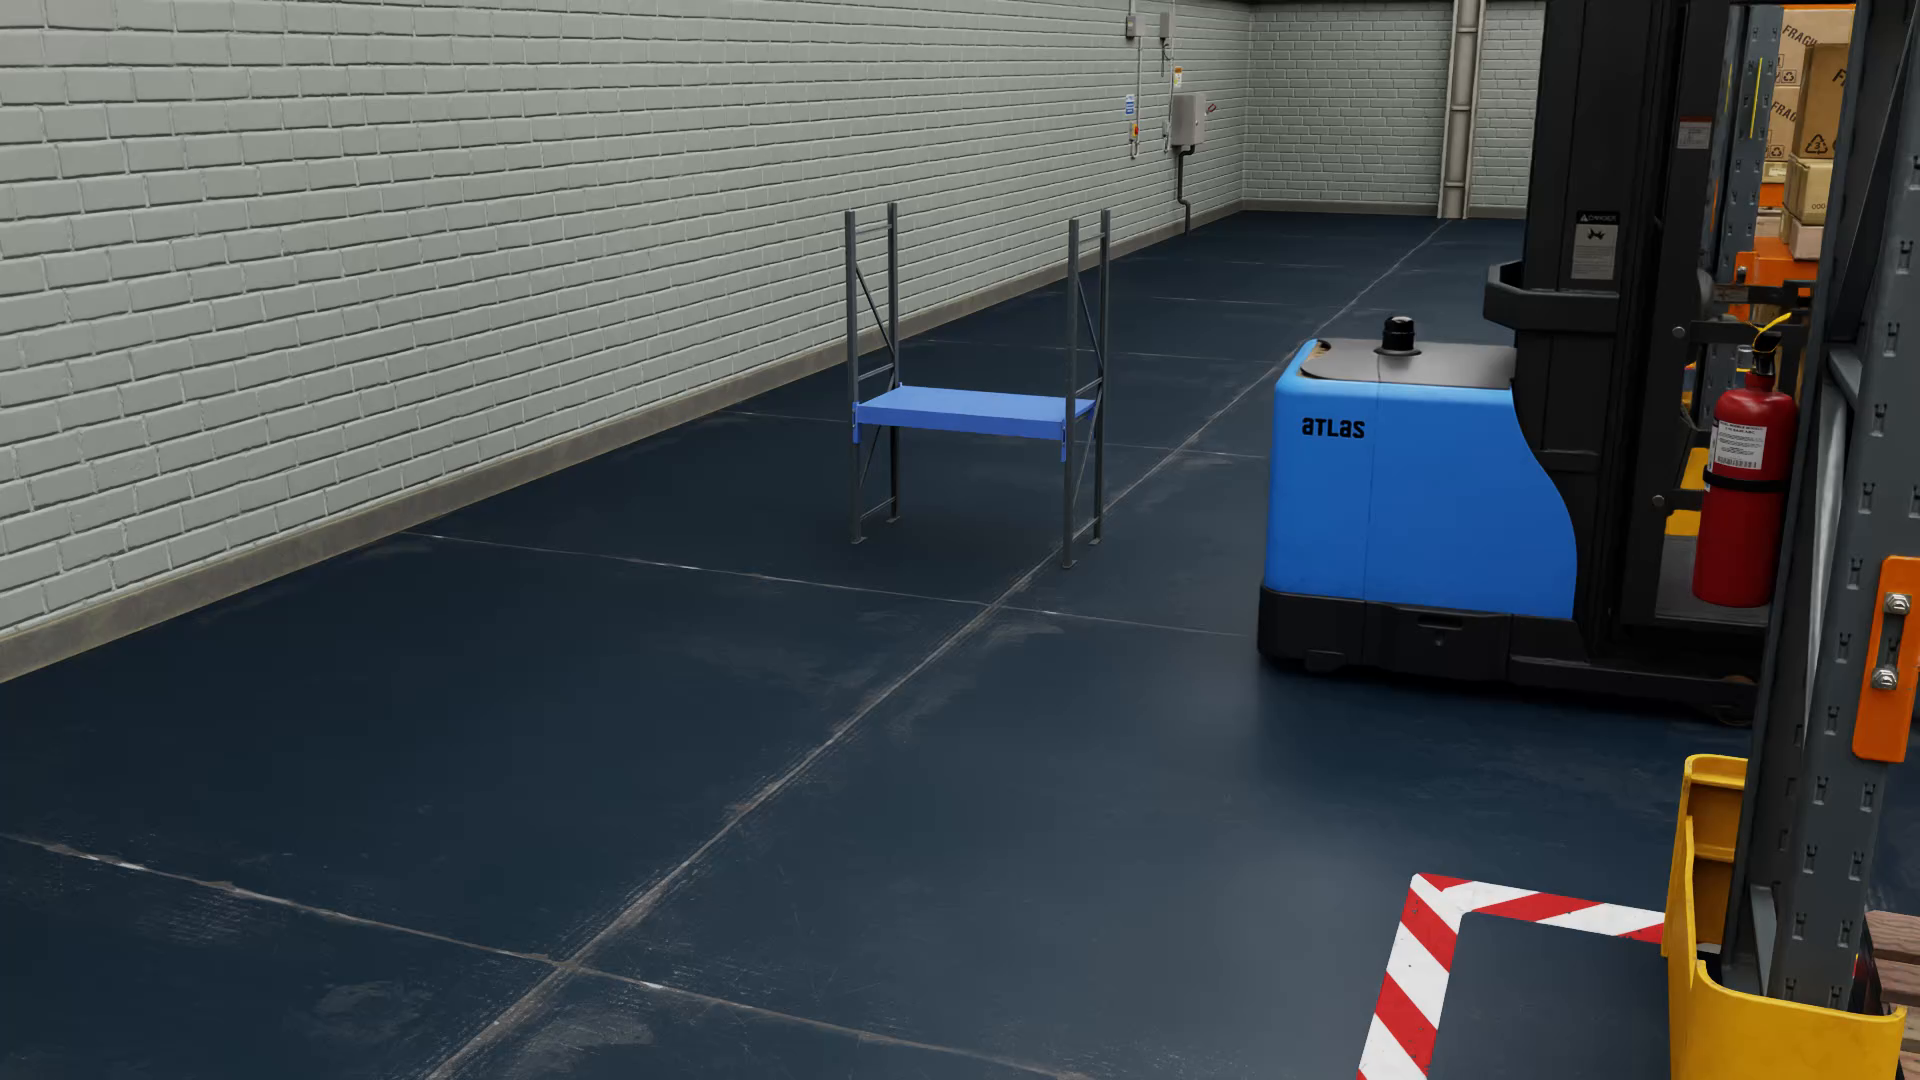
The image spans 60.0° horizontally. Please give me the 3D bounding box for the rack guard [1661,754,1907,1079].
[{"bbox_3d":[1.730,0.928,3.580,0.348,0.500,1.175,6,17,21],"label":"rack guard"}]

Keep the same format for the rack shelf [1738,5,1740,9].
[{"bbox_3d":[7.349,-3.724,11.032,4.000,0.370,1.077,6,17,21],"label":"rack shelf"}]

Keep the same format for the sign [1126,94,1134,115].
[{"bbox_3d":[1.882,-4.822,18.419,0.001,0.218,0.327,6,17,21],"label":"sign"}]

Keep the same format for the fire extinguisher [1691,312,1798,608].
[{"bbox_3d":[1.784,-0.190,3.756,0.183,0.674,0.296,6,17,21],"label":"fire extinguisher"}]

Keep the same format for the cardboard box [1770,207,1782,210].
[{"bbox_3d":[10.344,-4.232,20.602,0.500,0.500,0.700,7,18,23],"label":"cardboard box"}]

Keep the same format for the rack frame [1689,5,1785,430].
[{"bbox_3d":[3.575,-1.558,7.659,0.127,3.000,1.000,6,17,21],"label":"rack frame"}]

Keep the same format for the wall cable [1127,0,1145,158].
[{"bbox_3d":[1.957,-5.202,18.332,0.123,1.953,0.585,6,17,21],"label":"wall cable"}]

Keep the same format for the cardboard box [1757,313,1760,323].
[{"bbox_3d":[5.858,-1.530,11.923,0.250,0.149,0.380,7,17,22],"label":"cardboard box"}]

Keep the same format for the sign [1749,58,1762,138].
[{"bbox_3d":[3.365,-1.868,7.034,0.005,0.325,0.100,6,17,21],"label":"sign"}]

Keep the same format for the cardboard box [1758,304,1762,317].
[{"bbox_3d":[5.882,-1.689,11.938,0.250,0.149,0.380,7,18,23],"label":"cardboard box"}]

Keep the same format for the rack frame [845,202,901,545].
[{"bbox_3d":[-0.394,-0.764,7.614,0.032,1.500,0.500,6,17,21],"label":"rack frame"}]

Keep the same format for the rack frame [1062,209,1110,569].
[{"bbox_3d":[0.552,-0.660,7.255,0.032,1.500,0.500,6,17,21],"label":"rack frame"}]

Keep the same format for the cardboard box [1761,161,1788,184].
[{"bbox_3d":[5.670,-2.595,11.683,0.250,0.149,0.380,6,17,20],"label":"cardboard box"}]

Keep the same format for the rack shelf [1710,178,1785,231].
[{"bbox_3d":[7.349,-2.284,11.450,4.000,0.370,1.077,6,17,21],"label":"rack shelf"}]

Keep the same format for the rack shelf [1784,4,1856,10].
[{"bbox_3d":[10.889,-6.306,19.925,4.000,0.370,1.077,6,17,21],"label":"rack shelf"}]

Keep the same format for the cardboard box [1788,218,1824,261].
[{"bbox_3d":[3.784,-1.315,7.274,0.250,0.149,0.380,6,17,21],"label":"cardboard box"}]

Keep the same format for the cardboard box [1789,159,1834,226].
[{"bbox_3d":[3.922,-1.509,7.228,0.500,0.250,0.500,6,17,19],"label":"cardboard box"}]

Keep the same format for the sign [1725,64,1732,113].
[{"bbox_3d":[5.290,-3.109,11.449,0.005,0.325,0.100,6,17,21],"label":"sign"}]

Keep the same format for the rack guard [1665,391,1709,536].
[{"bbox_3d":[3.552,-0.360,8.016,0.348,0.500,1.175,6,17,21],"label":"rack guard"}]

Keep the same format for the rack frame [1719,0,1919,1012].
[{"bbox_3d":[1.757,-0.273,3.234,0.127,3.000,1.000,6,17,21],"label":"rack frame"}]

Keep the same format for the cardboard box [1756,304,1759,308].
[{"bbox_3d":[6.084,-1.829,12.421,0.250,0.149,0.380,6,17,19],"label":"cardboard box"}]

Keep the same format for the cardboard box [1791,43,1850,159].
[{"bbox_3d":[4.124,-2.007,7.597,0.500,0.500,0.500,7,17,21],"label":"cardboard box"}]

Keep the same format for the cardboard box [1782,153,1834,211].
[{"bbox_3d":[4.123,-1.648,7.705,0.500,0.250,0.500,6,17,20],"label":"cardboard box"}]

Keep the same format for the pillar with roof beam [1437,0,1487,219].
[{"bbox_3d":[5.272,-7.690,18.021,0.400,9.000,9.100,6,17,21],"label":"pillar with roof beam"}]

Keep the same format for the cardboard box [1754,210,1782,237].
[{"bbox_3d":[7.861,-3.058,16.668,0.875,0.438,0.875,6,17,19],"label":"cardboard box"}]

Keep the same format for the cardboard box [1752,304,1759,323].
[{"bbox_3d":[6.055,-1.667,12.394,0.250,0.149,0.380,7,17,22],"label":"cardboard box"}]

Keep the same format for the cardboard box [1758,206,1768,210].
[{"bbox_3d":[9.944,-4.107,20.802,0.250,0.149,0.380,6,17,18],"label":"cardboard box"}]

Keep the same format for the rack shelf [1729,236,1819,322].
[{"bbox_3d":[5.435,-1.008,7.055,4.000,0.370,1.077,6,17,21],"label":"rack shelf"}]

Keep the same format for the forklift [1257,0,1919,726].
[{"bbox_3d":[2.659,-0.937,5.643,3.031,2.935,1.130,5,17,17],"label":"forklift"}]

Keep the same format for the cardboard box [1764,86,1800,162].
[{"bbox_3d":[5.805,-2.907,11.594,0.500,0.500,0.500,7,18,23],"label":"cardboard box"}]

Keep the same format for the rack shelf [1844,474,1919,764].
[{"bbox_3d":[3.618,0.277,2.630,4.000,0.370,1.077,6,17,21],"label":"rack shelf"}]

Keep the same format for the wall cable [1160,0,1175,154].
[{"bbox_3d":[2.466,-5.556,19.608,0.122,1.984,0.588,6,17,21],"label":"wall cable"}]

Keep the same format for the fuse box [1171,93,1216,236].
[{"bbox_3d":[2.863,-4.610,20.483,0.414,1.711,0.539,6,17,21],"label":"fuse box"}]

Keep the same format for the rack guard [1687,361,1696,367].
[{"bbox_3d":[5.559,-1.626,12.376,0.348,0.500,1.175,6,17,21],"label":"rack guard"}]

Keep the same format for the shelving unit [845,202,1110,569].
[{"bbox_3d":[0.079,-0.712,7.434,1.048,1.500,0.538,6,17,21],"label":"shelving unit"}]

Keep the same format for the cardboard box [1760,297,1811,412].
[{"bbox_3d":[4.199,-0.694,7.743,0.875,0.875,0.875,6,17,21],"label":"cardboard box"}]

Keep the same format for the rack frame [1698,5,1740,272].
[{"bbox_3d":[5.489,-2.834,12.055,0.127,3.000,1.000,6,17,21],"label":"rack frame"}]

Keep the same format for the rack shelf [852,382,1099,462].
[{"bbox_3d":[0.079,-0.539,7.485,1.000,0.185,0.538,6,17,21],"label":"rack shelf"}]

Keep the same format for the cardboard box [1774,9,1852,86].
[{"bbox_3d":[5.809,-3.390,11.464,0.500,0.500,0.500,6,17,20],"label":"cardboard box"}]

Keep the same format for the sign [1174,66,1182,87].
[{"bbox_3d":[2.650,-5.632,20.212,0.001,0.242,0.339,6,17,21],"label":"sign"}]

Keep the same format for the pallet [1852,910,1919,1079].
[{"bbox_3d":[2.510,1.160,3.298,1.213,0.211,1.003,6,17,21],"label":"pallet"}]

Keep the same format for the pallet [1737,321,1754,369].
[{"bbox_3d":[6.302,-1.395,12.099,1.213,0.211,1.003,6,17,21],"label":"pallet"}]

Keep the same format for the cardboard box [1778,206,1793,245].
[{"bbox_3d":[4.027,-1.486,7.863,0.250,0.149,0.380,7,17,22],"label":"cardboard box"}]

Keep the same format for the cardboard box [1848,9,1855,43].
[{"bbox_3d":[6.281,-3.340,11.292,0.500,0.500,0.500,7,18,22],"label":"cardboard box"}]
